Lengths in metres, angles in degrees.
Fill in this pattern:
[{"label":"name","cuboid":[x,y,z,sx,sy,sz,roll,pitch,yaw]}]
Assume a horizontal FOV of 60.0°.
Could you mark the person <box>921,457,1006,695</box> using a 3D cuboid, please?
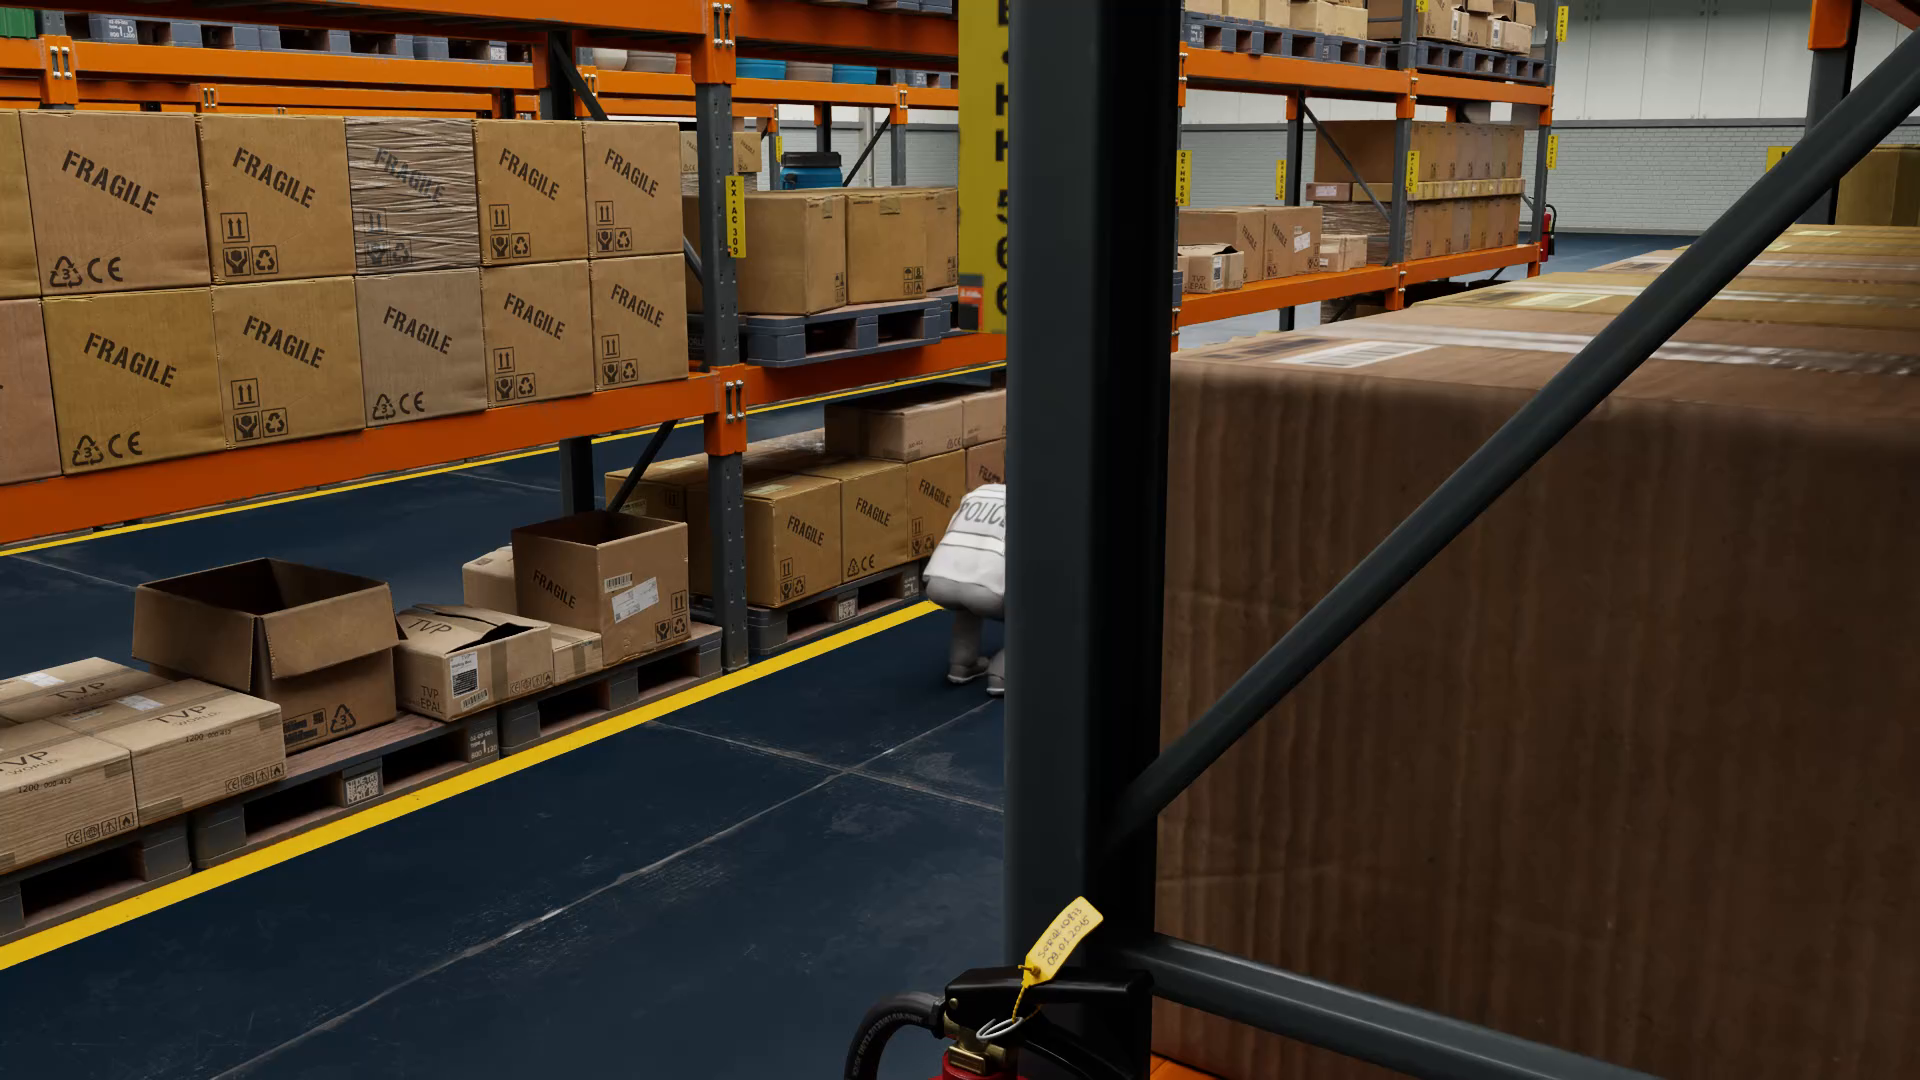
[{"label":"person","cuboid":[0.168,0.142,7.046,0.476,0.913,0.864,8,15,31]}]
